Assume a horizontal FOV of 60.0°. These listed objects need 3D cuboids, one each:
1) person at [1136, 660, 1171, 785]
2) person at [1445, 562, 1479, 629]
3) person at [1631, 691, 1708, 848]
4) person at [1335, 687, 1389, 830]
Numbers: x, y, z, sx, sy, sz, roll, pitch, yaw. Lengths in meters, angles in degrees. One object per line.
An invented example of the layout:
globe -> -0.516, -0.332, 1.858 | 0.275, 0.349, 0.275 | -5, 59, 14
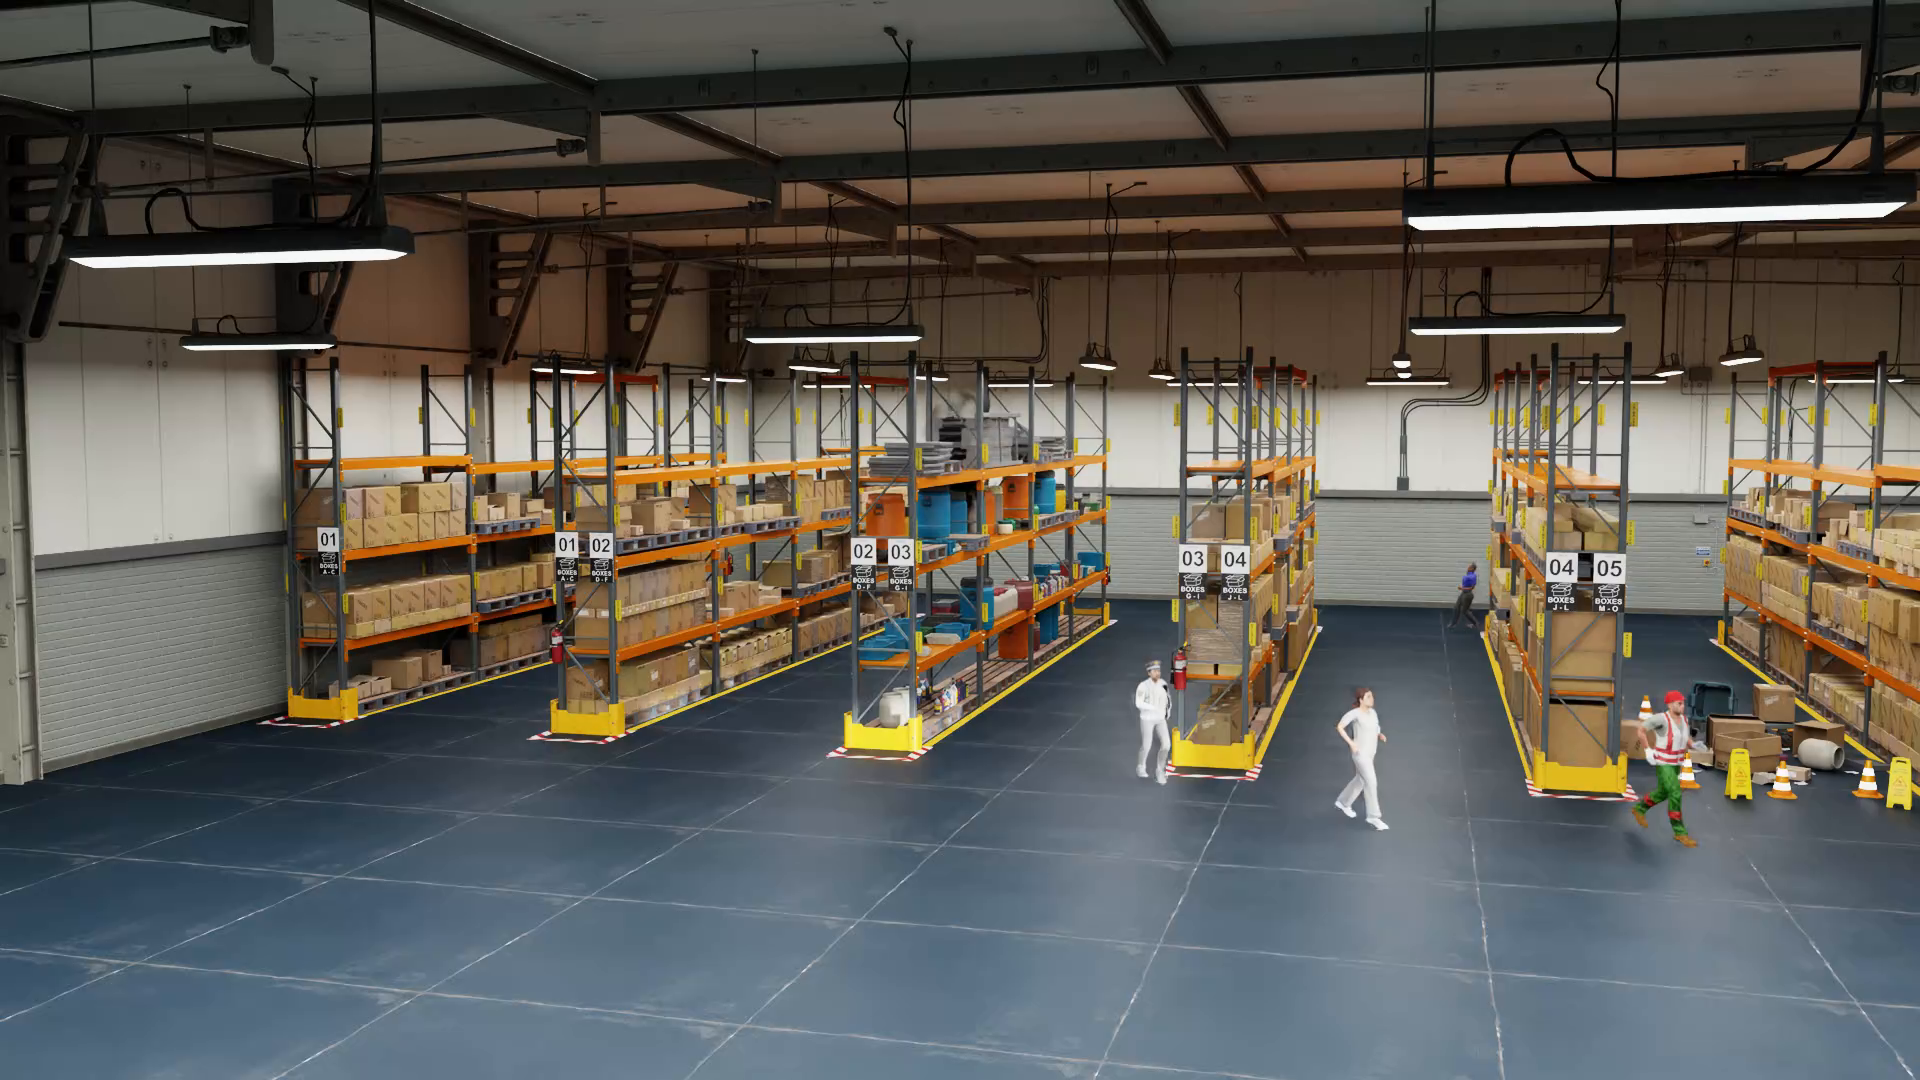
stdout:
person -> 2.672, 2.503, 22.792 | 0.627, 1.746, 0.706 | -2, 5, -21
person -> 11.887, 1.326, 39.232 | 0.724, 1.628, 0.714 | 1, 4, 7
person -> 8.372, 2.660, 19.745 | 0.614, 1.791, 0.996 | -3, 5, -31
person -> 4.944, 2.648, 20.433 | 0.571, 1.696, 0.837 | -4, 6, -42
